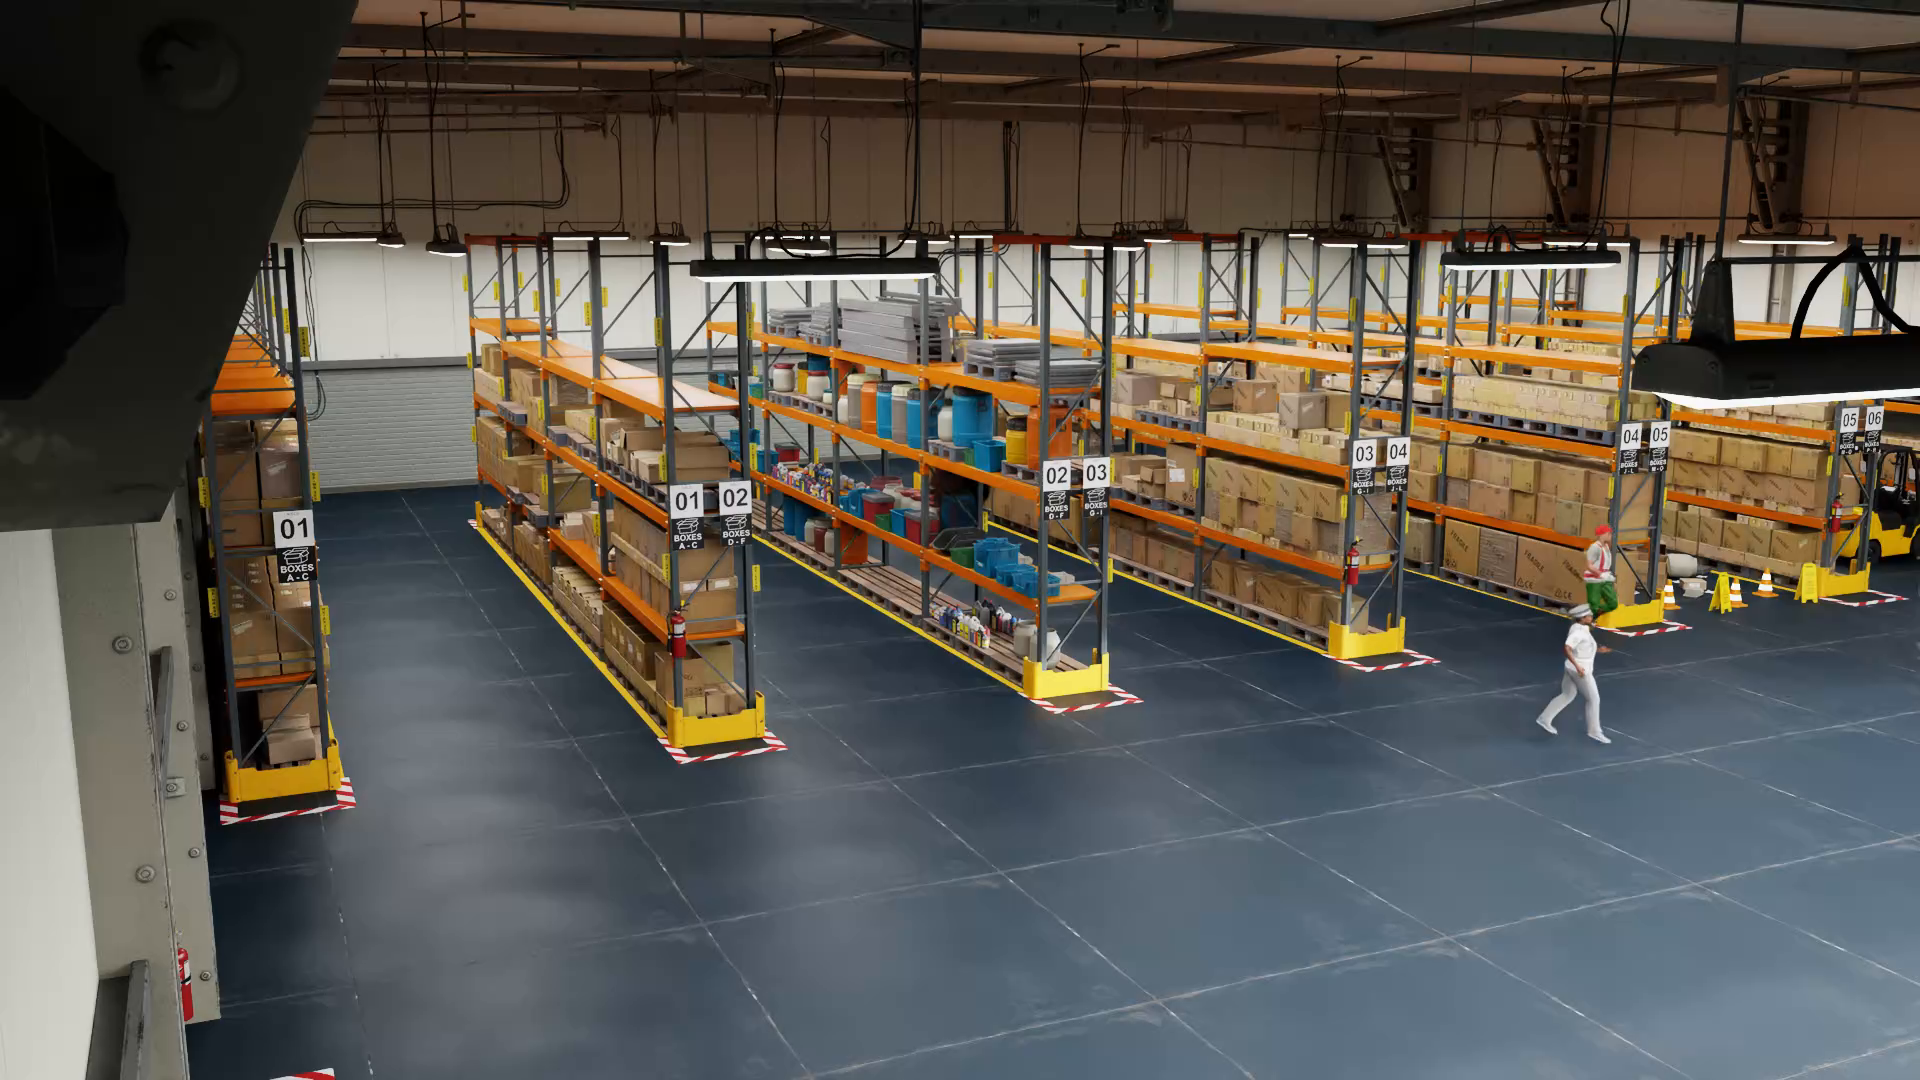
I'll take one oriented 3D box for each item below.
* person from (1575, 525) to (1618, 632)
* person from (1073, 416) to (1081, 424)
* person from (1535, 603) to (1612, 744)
[{"bbox_3d":[9.748,0.617,25.317,0.700,1.718,0.602,-11,15,-44],"label":"person"},{"bbox_3d":[2.769,-2.250,40.595,0.571,1.582,0.777,7,13,31],"label":"person"},{"bbox_3d":[7.536,1.618,20.274,0.853,1.720,0.566,1,11,6],"label":"person"}]
